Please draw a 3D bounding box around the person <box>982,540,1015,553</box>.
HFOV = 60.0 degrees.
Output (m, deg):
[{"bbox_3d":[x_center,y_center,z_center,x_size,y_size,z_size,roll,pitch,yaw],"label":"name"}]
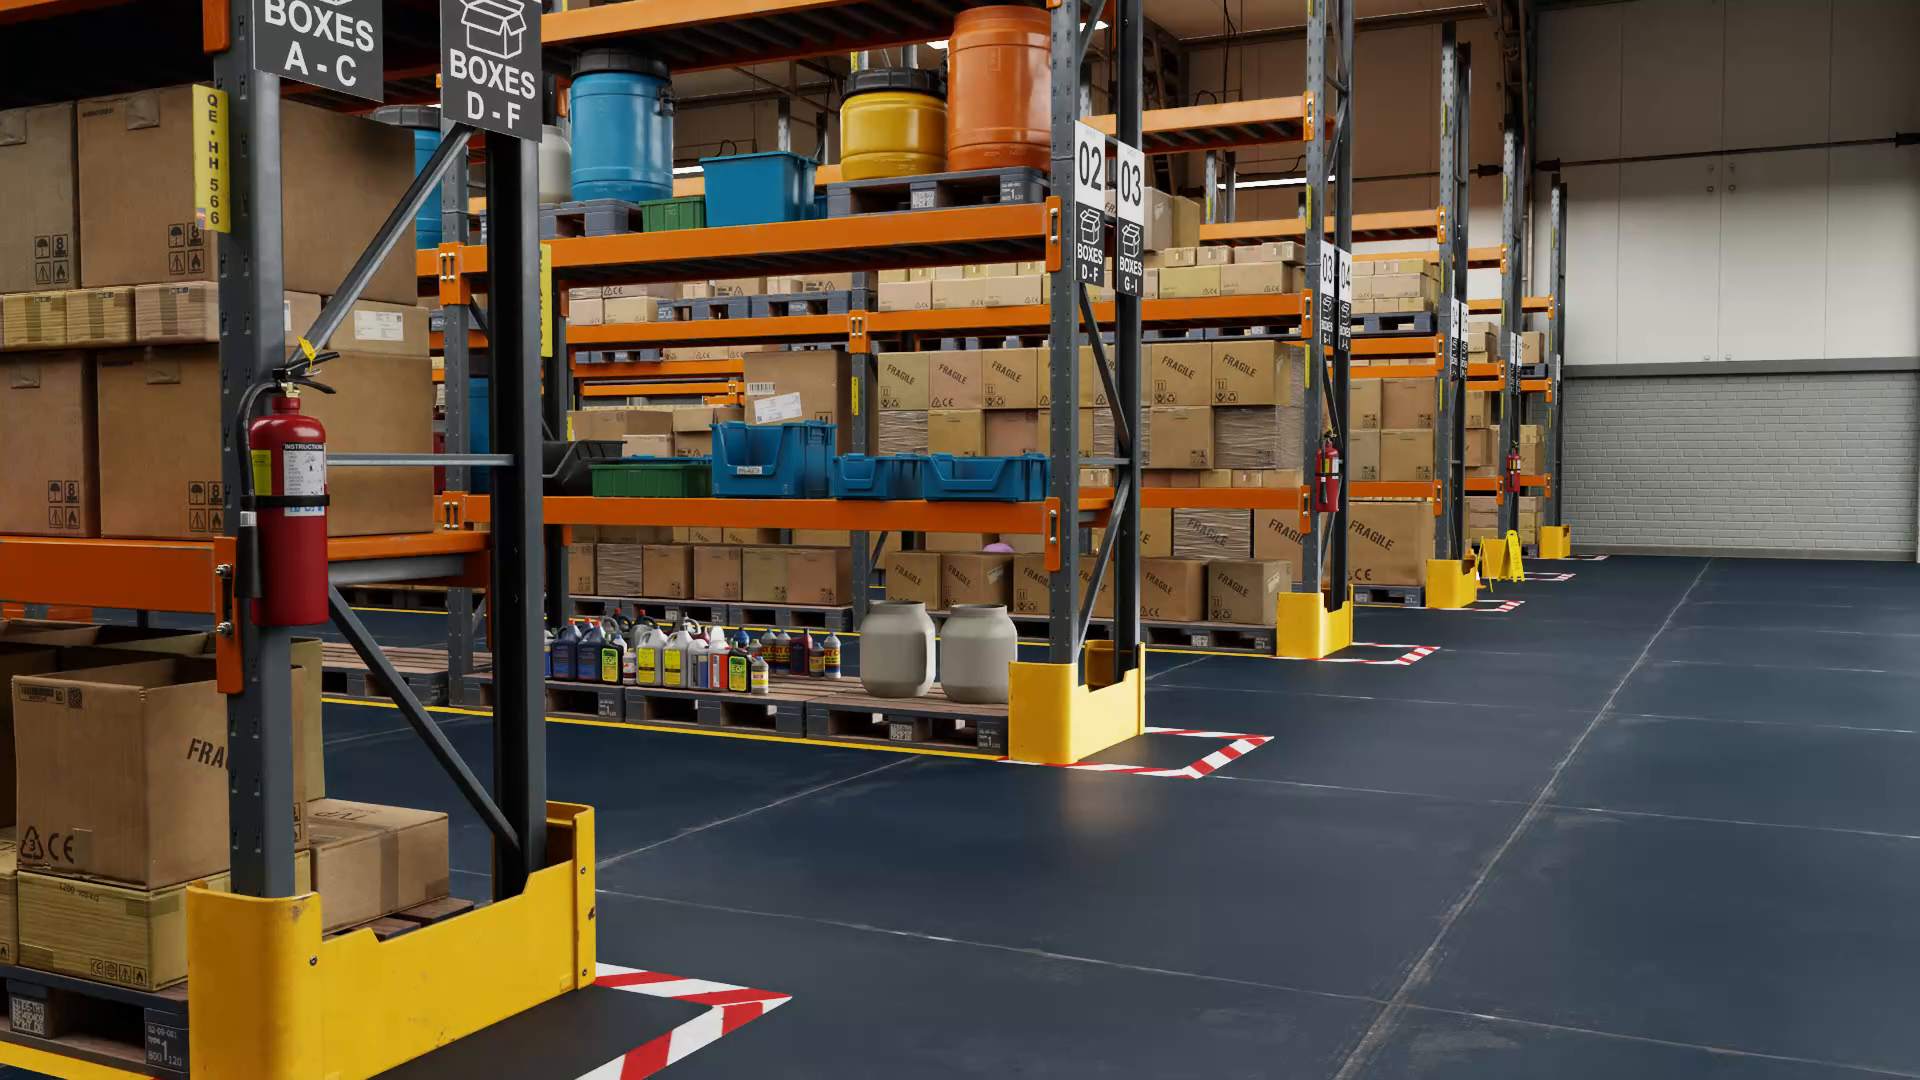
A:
[{"bbox_3d":[0.361,0.390,17.062,0.427,0.757,0.841,1,3,25],"label":"person"}]
